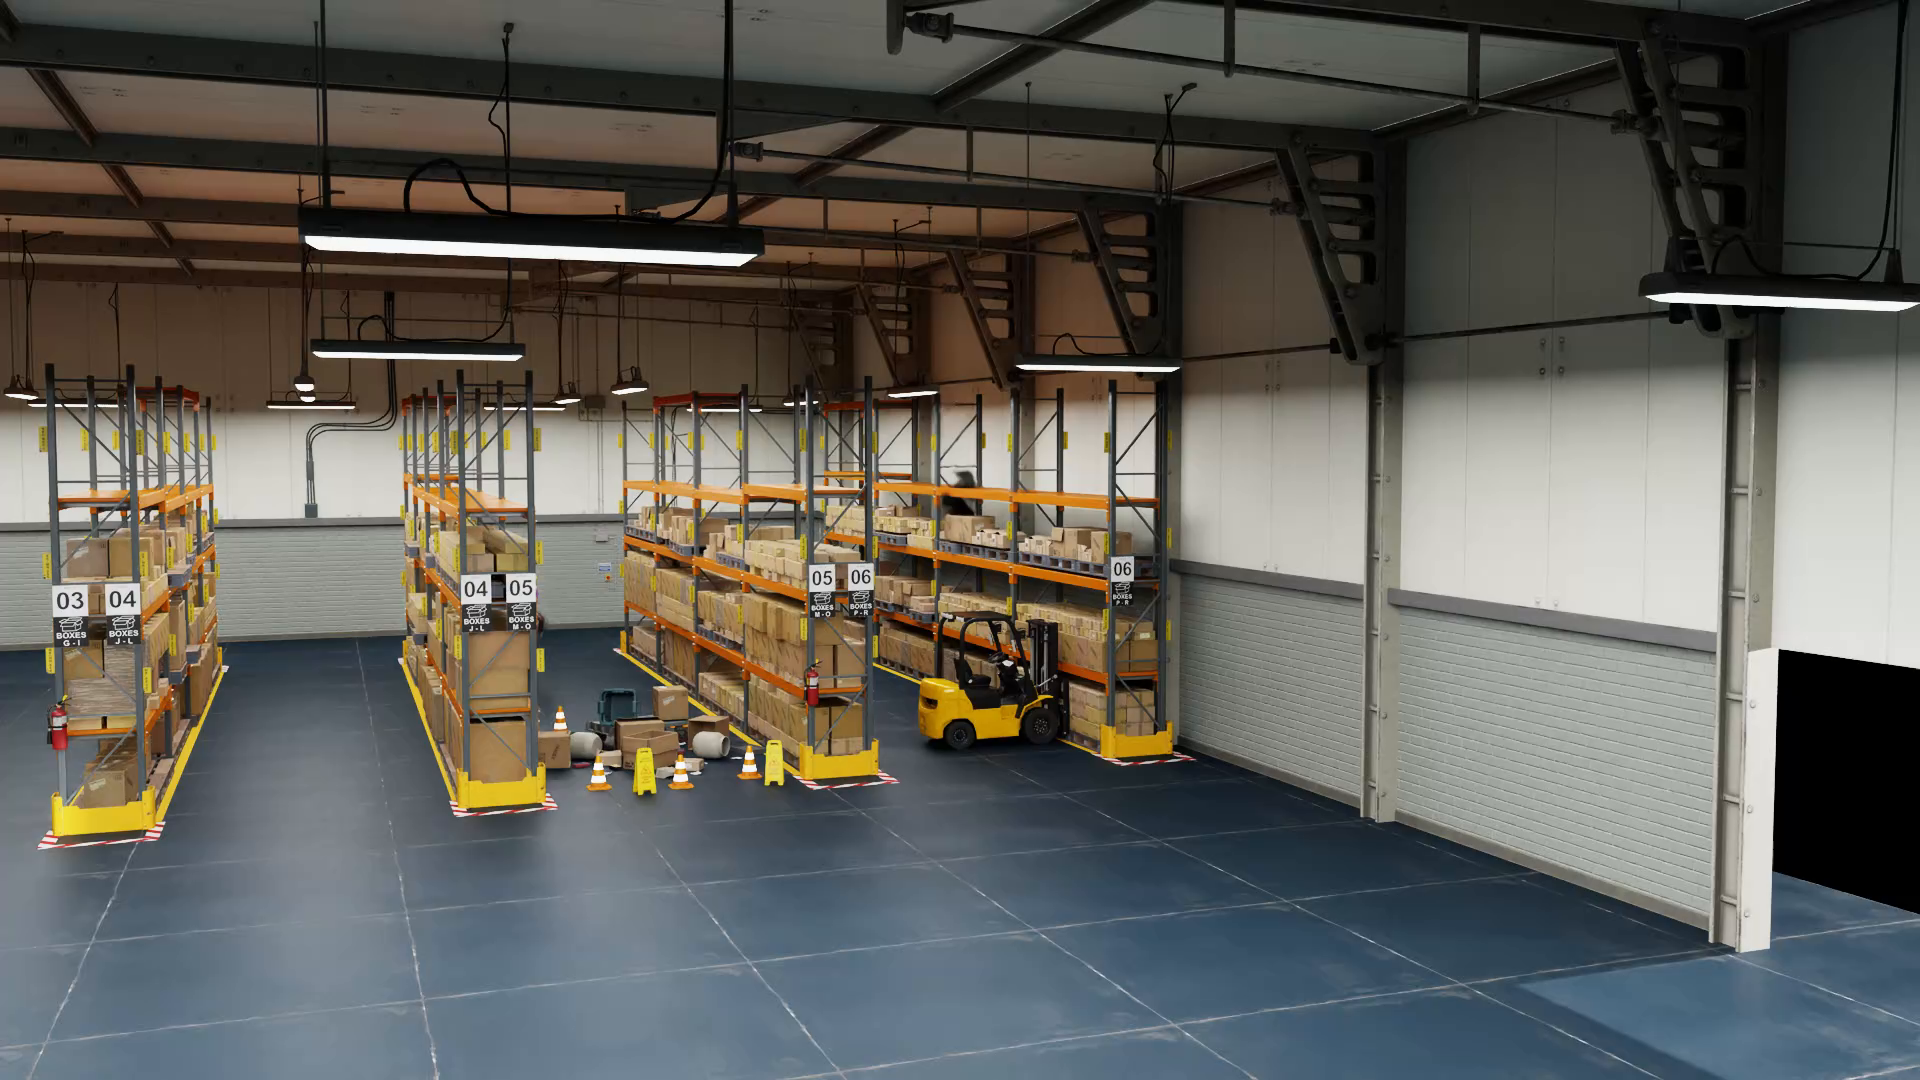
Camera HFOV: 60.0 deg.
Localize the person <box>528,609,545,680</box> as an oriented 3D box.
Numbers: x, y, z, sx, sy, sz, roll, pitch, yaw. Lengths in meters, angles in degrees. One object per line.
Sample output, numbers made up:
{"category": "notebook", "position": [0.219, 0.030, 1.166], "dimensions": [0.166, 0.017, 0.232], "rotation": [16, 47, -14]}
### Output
{"category": "person", "position": [-9.071, 2.084, 34.806], "dimensions": [0.672, 1.845, 0.836], "rotation": [-1, 4, -23]}
